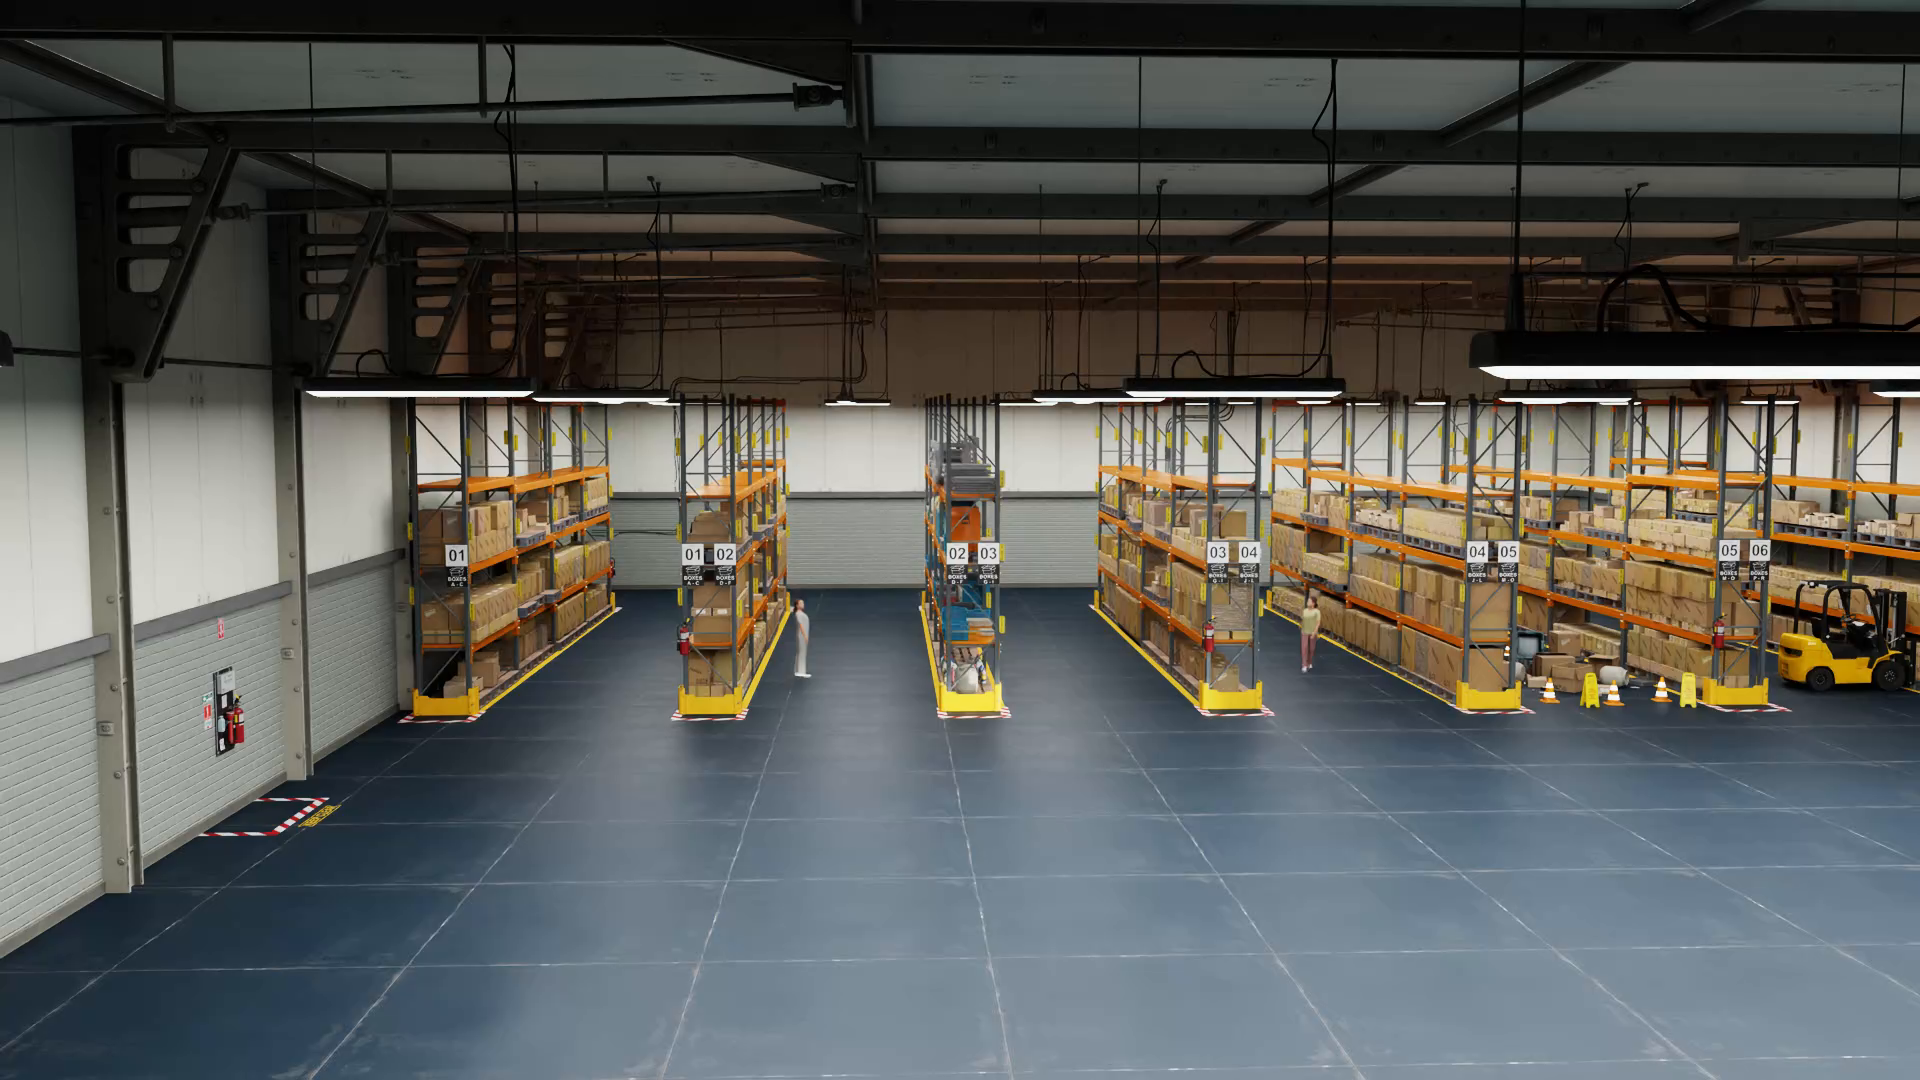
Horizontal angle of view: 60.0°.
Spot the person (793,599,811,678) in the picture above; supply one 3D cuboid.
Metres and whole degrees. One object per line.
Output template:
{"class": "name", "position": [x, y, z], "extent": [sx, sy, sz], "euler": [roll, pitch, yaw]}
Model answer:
{"class": "person", "position": [-3.355, 2.089, 35.415], "extent": [0.385, 1.683, 0.506], "euler": [-1, 5, -12]}

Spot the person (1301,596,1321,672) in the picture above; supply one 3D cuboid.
{"class": "person", "position": [7.623, 2.030, 36.139], "extent": [0.423, 1.607, 1.027], "euler": [1, 5, 10]}

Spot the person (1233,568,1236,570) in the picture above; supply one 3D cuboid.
{"class": "person", "position": [8.384, 0.824, 51.347], "extent": [0.760, 1.655, 0.473], "euler": [-3, 5, -33]}
